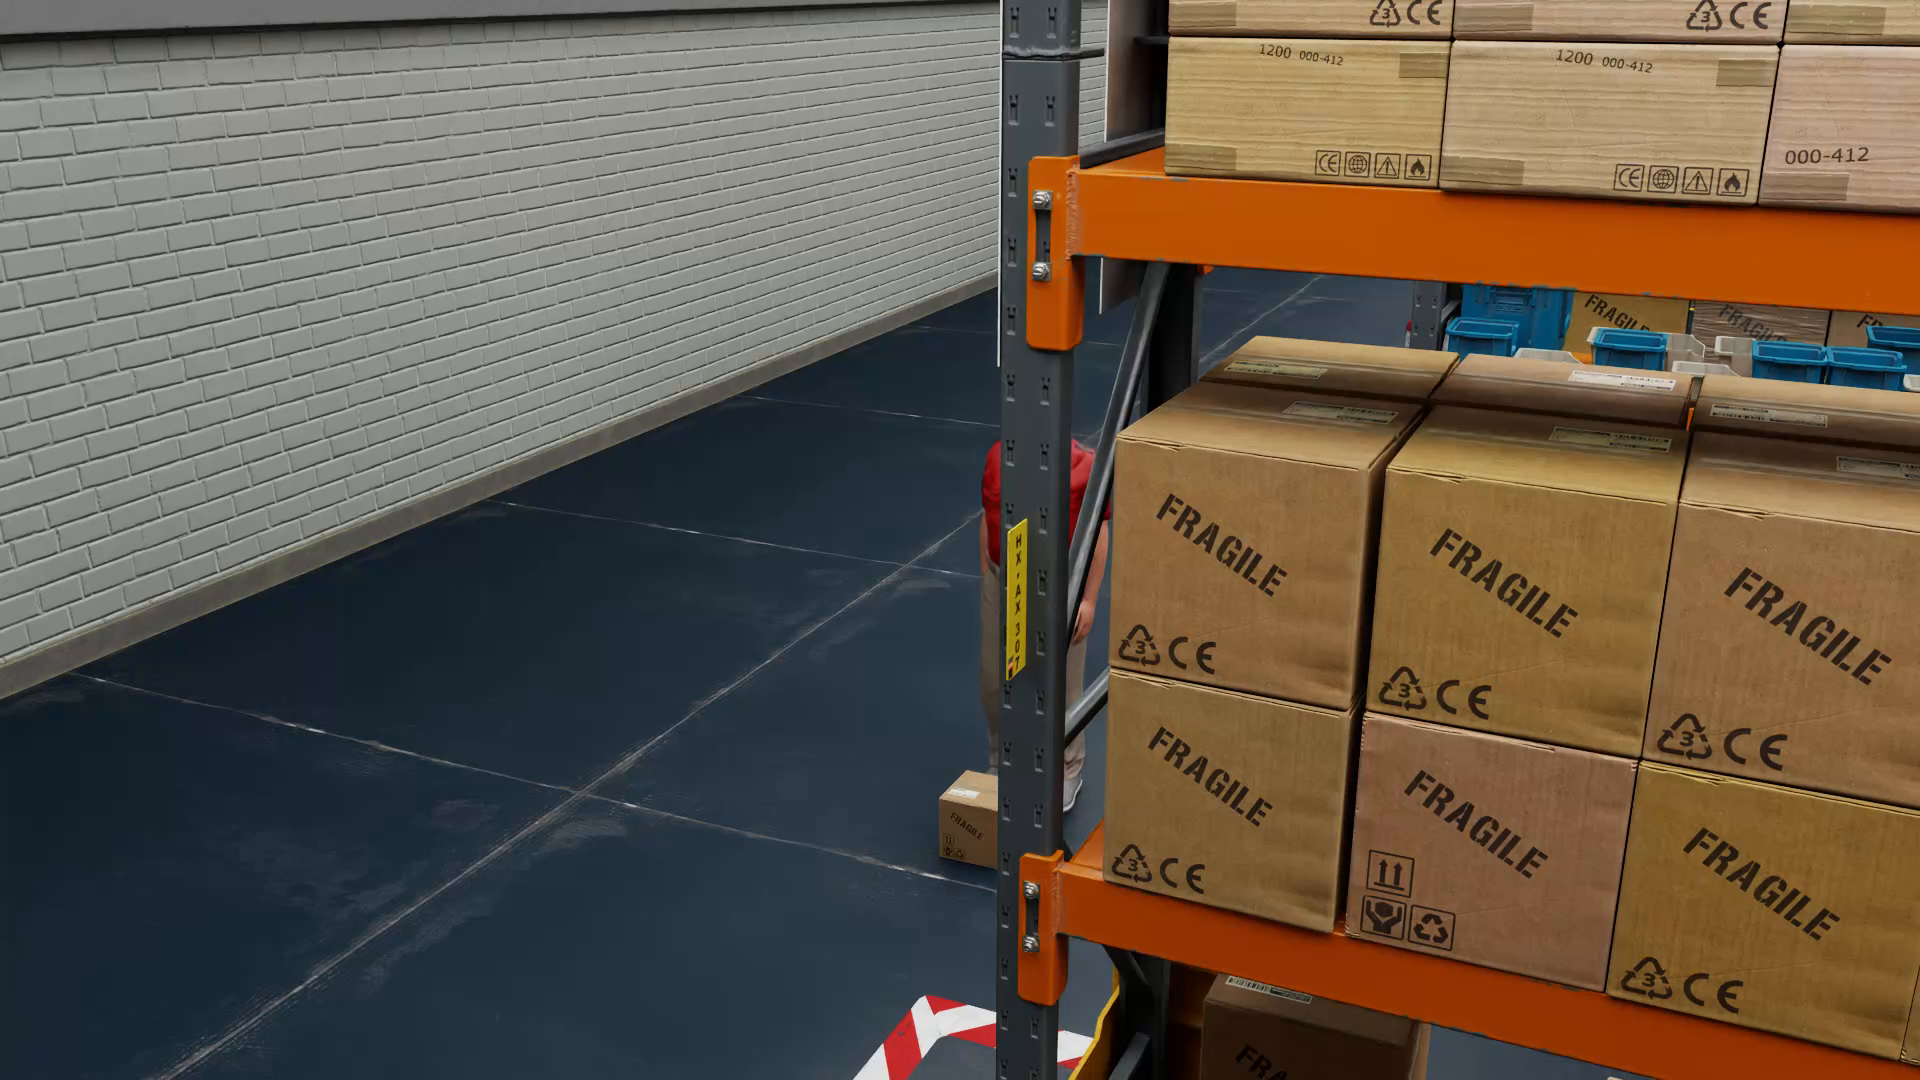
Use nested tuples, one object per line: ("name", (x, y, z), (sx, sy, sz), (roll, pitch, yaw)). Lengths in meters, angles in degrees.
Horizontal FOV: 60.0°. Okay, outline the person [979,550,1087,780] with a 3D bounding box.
("person", (0.291, 0.224, 6.475), (0.434, 1.549, 0.356), (9, 21, 24))
